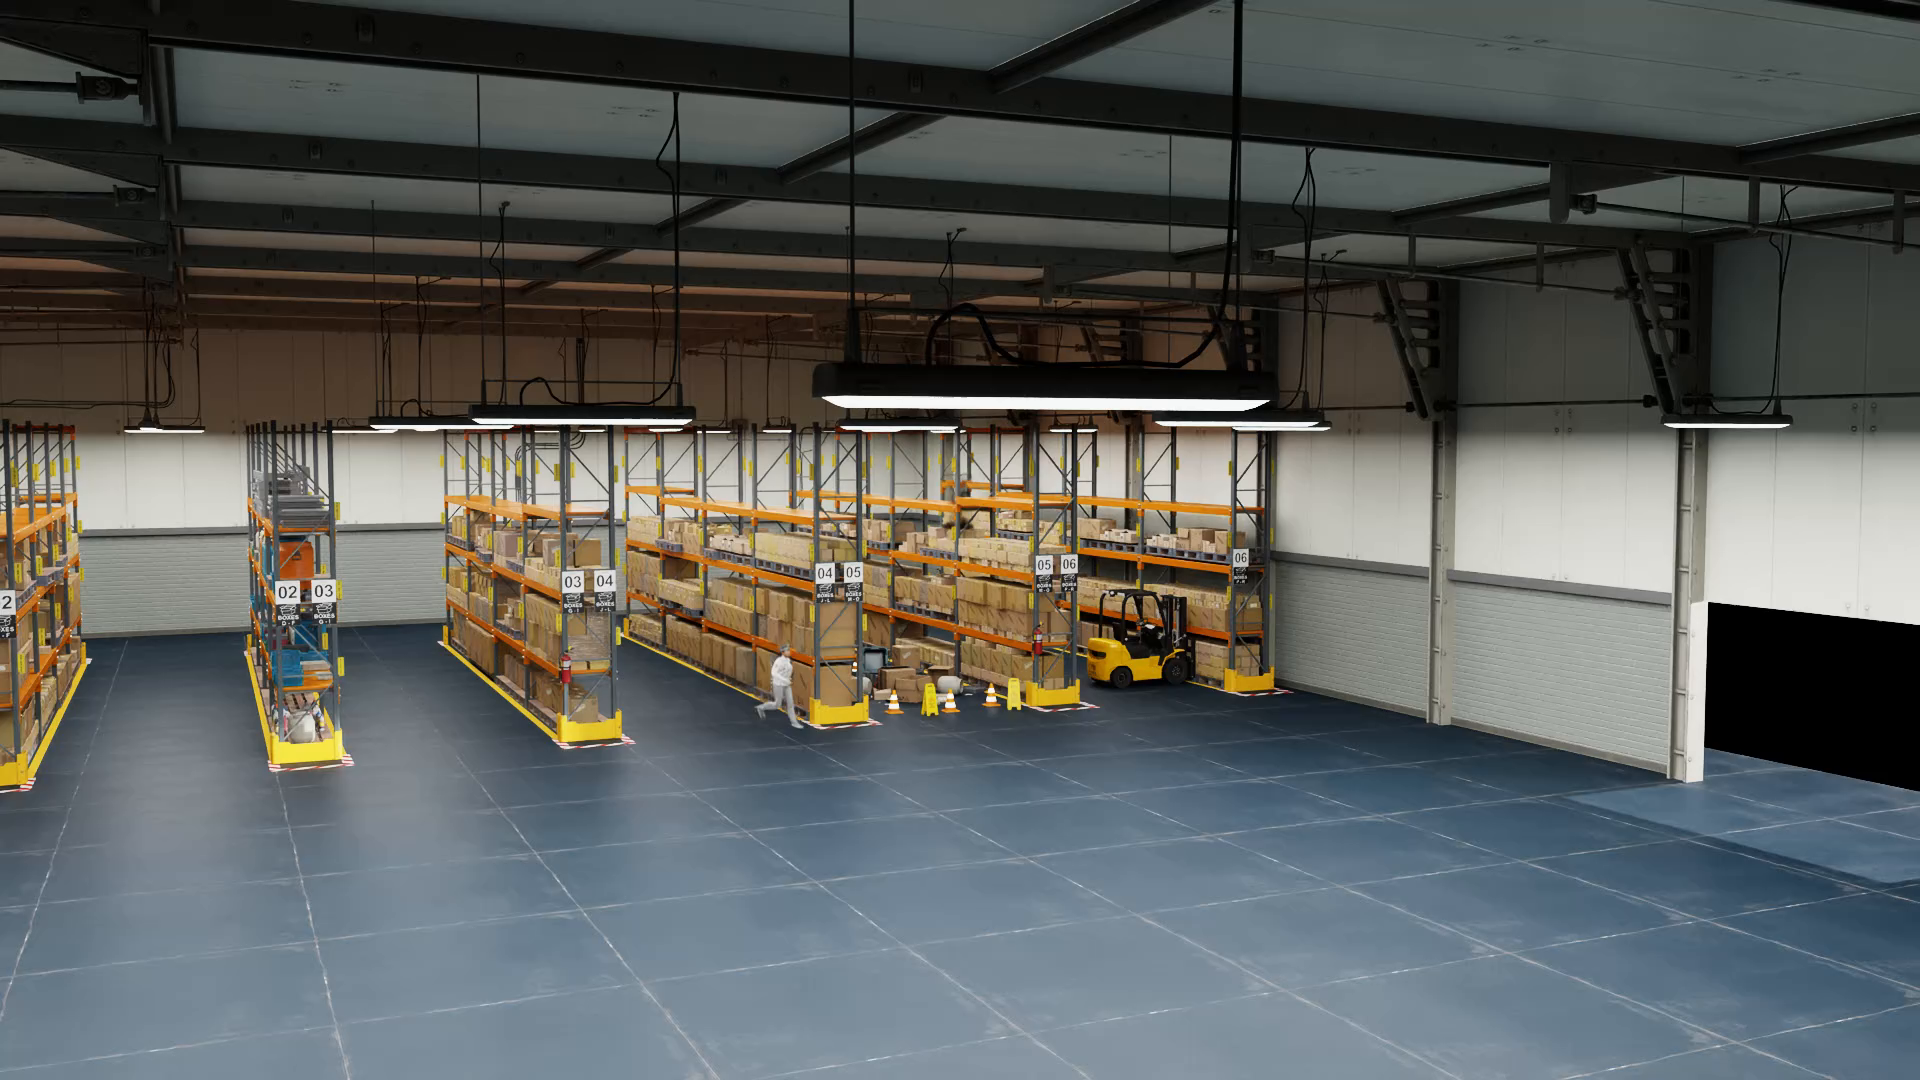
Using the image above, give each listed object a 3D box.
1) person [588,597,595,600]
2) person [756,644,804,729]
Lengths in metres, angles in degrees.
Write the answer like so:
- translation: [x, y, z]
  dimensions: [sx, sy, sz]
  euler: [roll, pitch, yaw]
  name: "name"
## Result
- translation: [-10.198, 2.049, 46.014]
  dimensions: [0.594, 1.621, 0.569]
  euler: [-1, 4, -17]
  name: "person"
- translation: [-3.490, 2.845, 32.552]
  dimensions: [1.055, 1.660, 0.626]
  euler: [2, 4, 26]
  name: "person"
